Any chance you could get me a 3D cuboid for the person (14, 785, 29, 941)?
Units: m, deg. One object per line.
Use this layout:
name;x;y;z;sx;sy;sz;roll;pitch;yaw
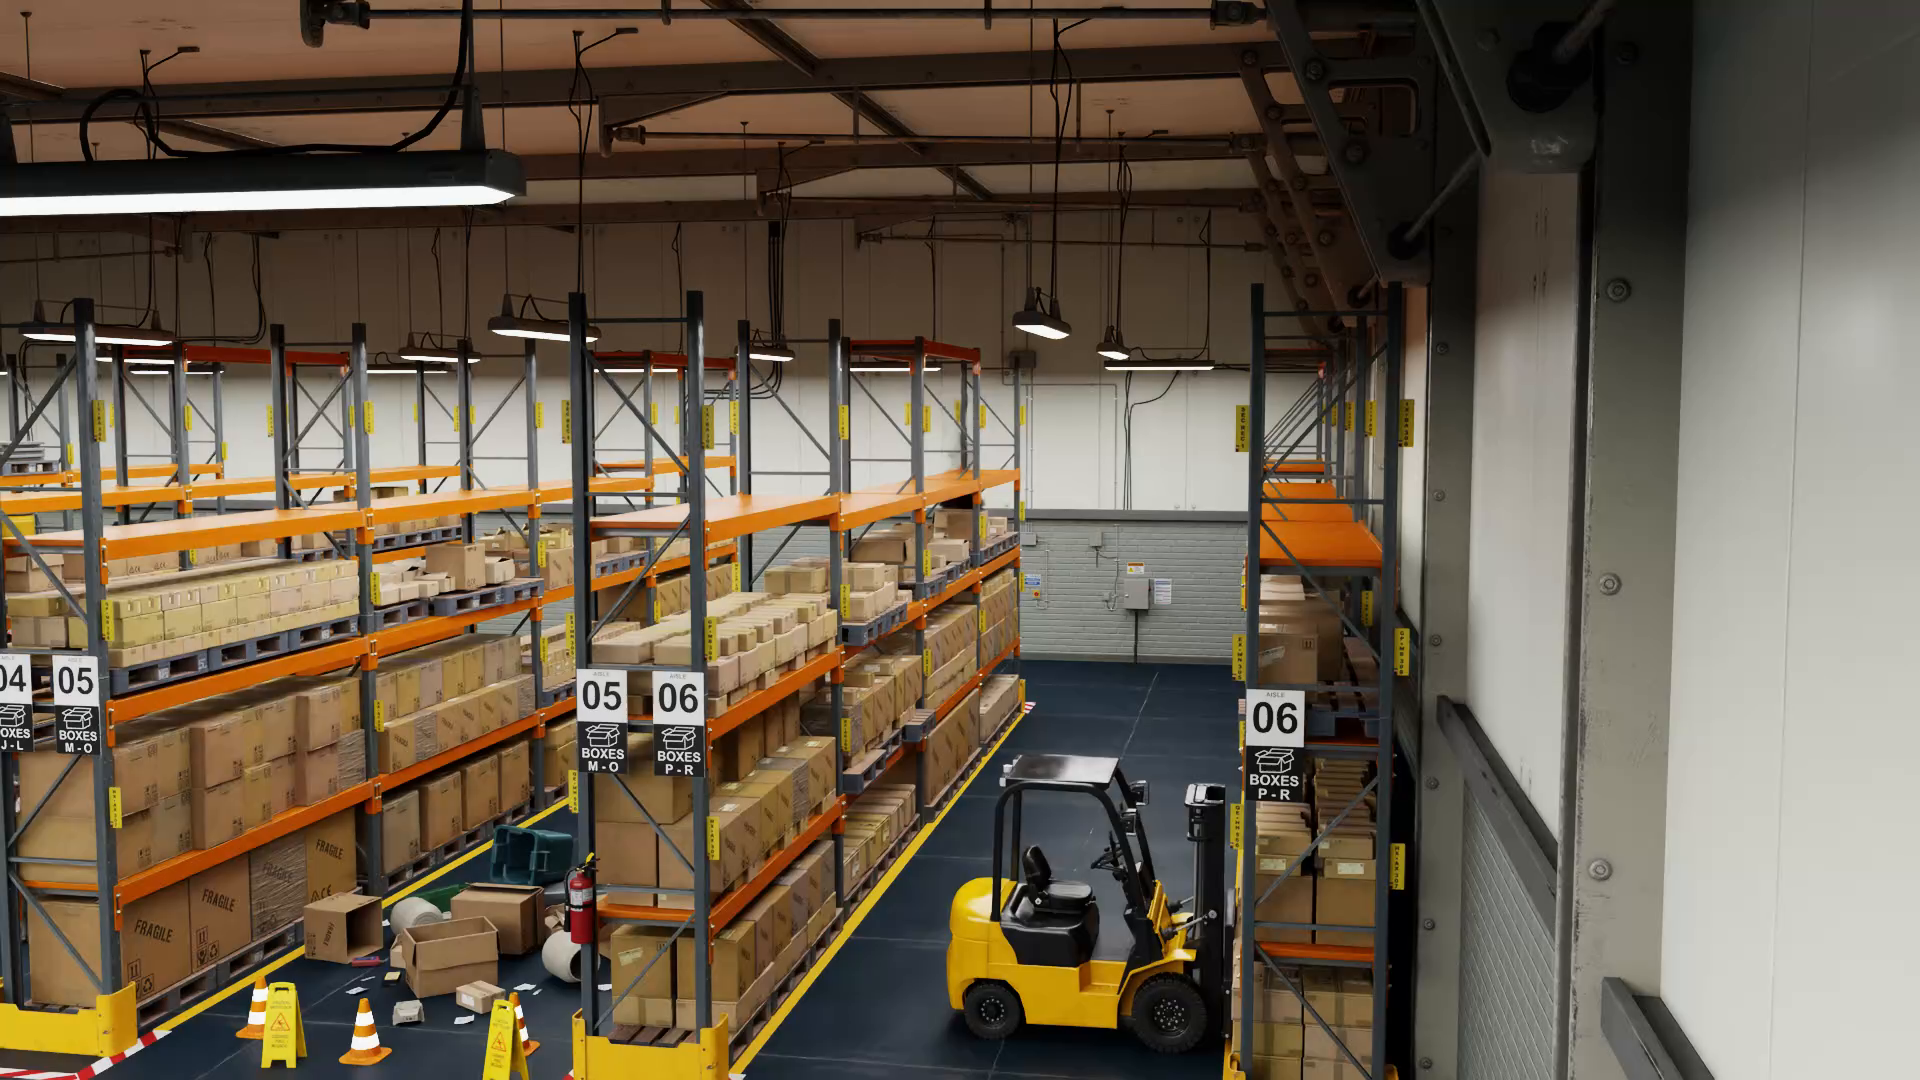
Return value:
person;-9.088;3.077;15.947;0.575;1.605;0.561;-1;5;-11
